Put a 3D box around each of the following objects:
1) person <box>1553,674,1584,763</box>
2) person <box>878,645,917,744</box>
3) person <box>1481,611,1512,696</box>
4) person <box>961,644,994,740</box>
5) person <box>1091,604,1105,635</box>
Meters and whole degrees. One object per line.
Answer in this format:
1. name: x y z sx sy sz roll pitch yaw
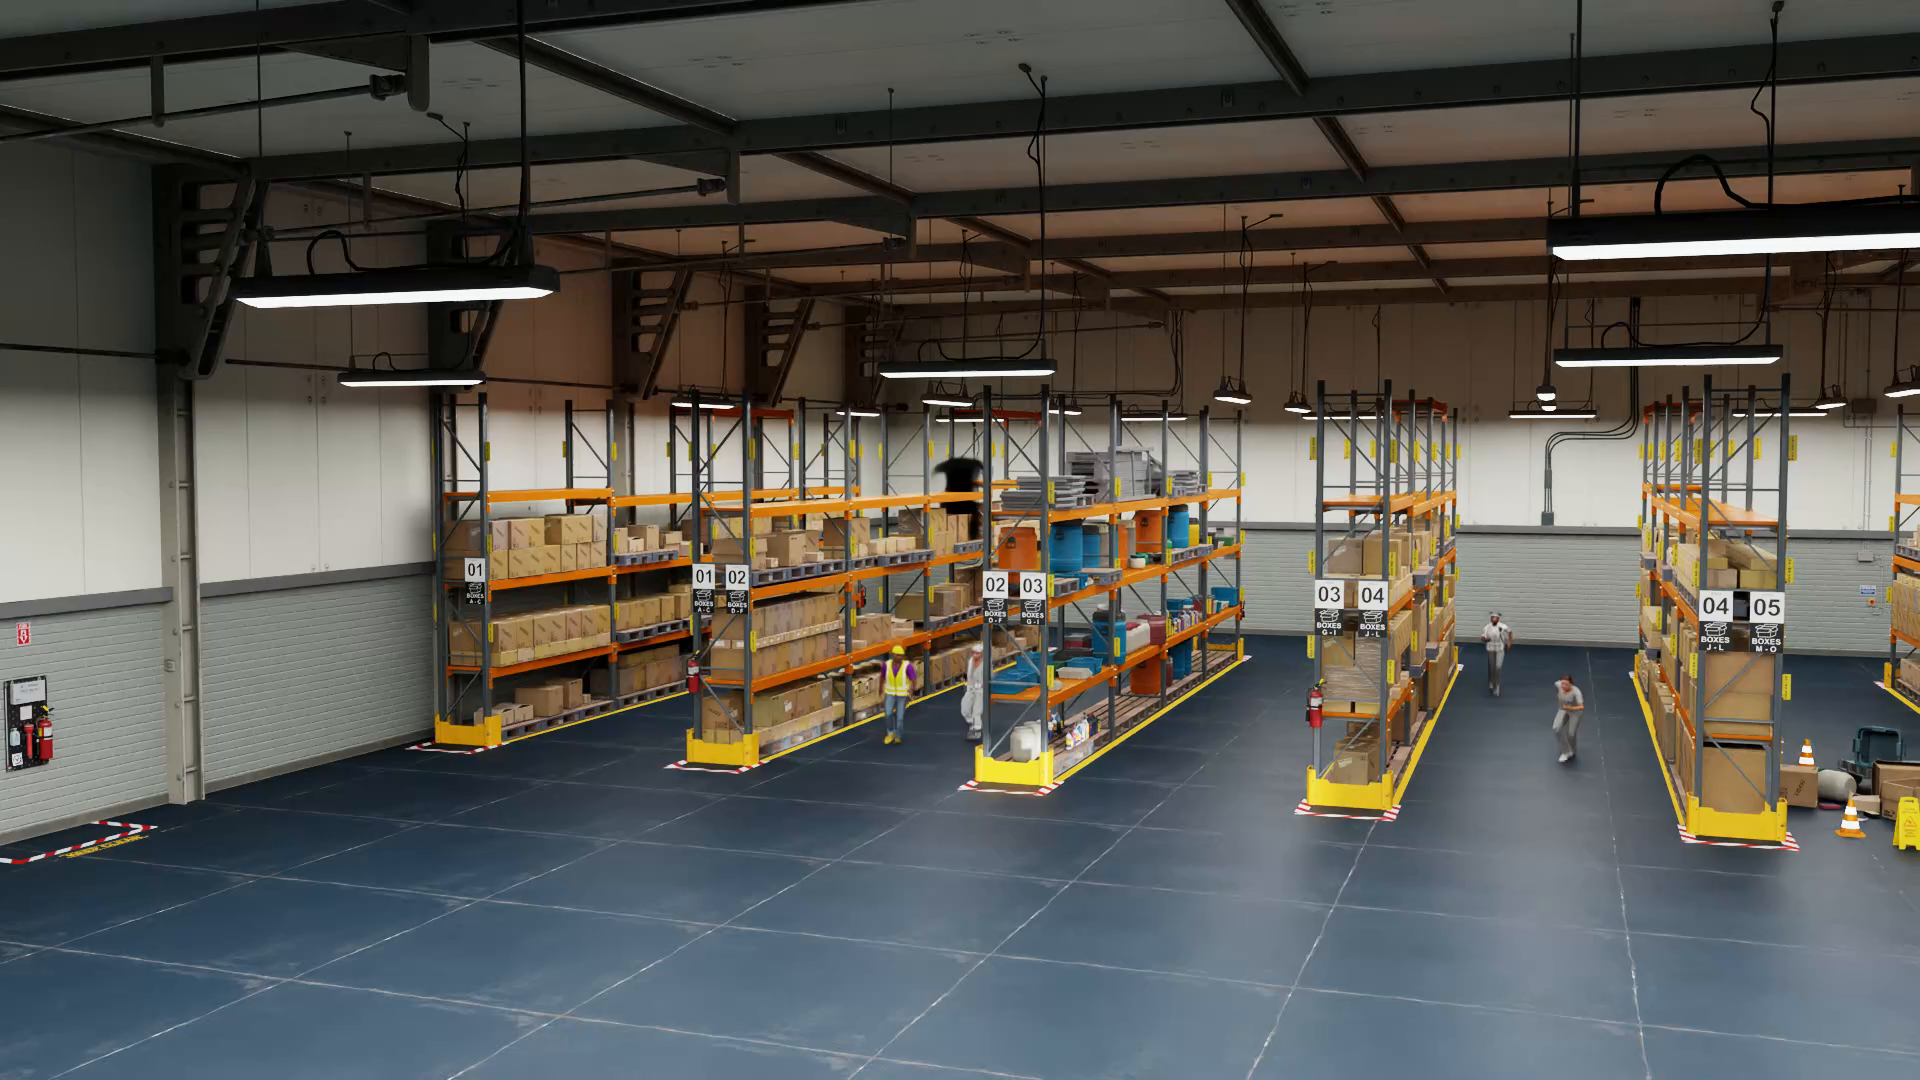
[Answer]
1. person: 9.898 2.860 26.961 0.554 1.449 1.080 2 4 36
2. person: -1.065 2.628 28.187 0.686 1.711 0.807 0 3 1
3. person: 11.135 2.322 34.517 0.599 1.741 0.895 1 3 25
4. person: 0.285 2.637 28.598 0.677 1.707 0.700 2 3 29
5. person: 3.077 2.245 36.133 0.579 1.706 0.745 1 3 20
